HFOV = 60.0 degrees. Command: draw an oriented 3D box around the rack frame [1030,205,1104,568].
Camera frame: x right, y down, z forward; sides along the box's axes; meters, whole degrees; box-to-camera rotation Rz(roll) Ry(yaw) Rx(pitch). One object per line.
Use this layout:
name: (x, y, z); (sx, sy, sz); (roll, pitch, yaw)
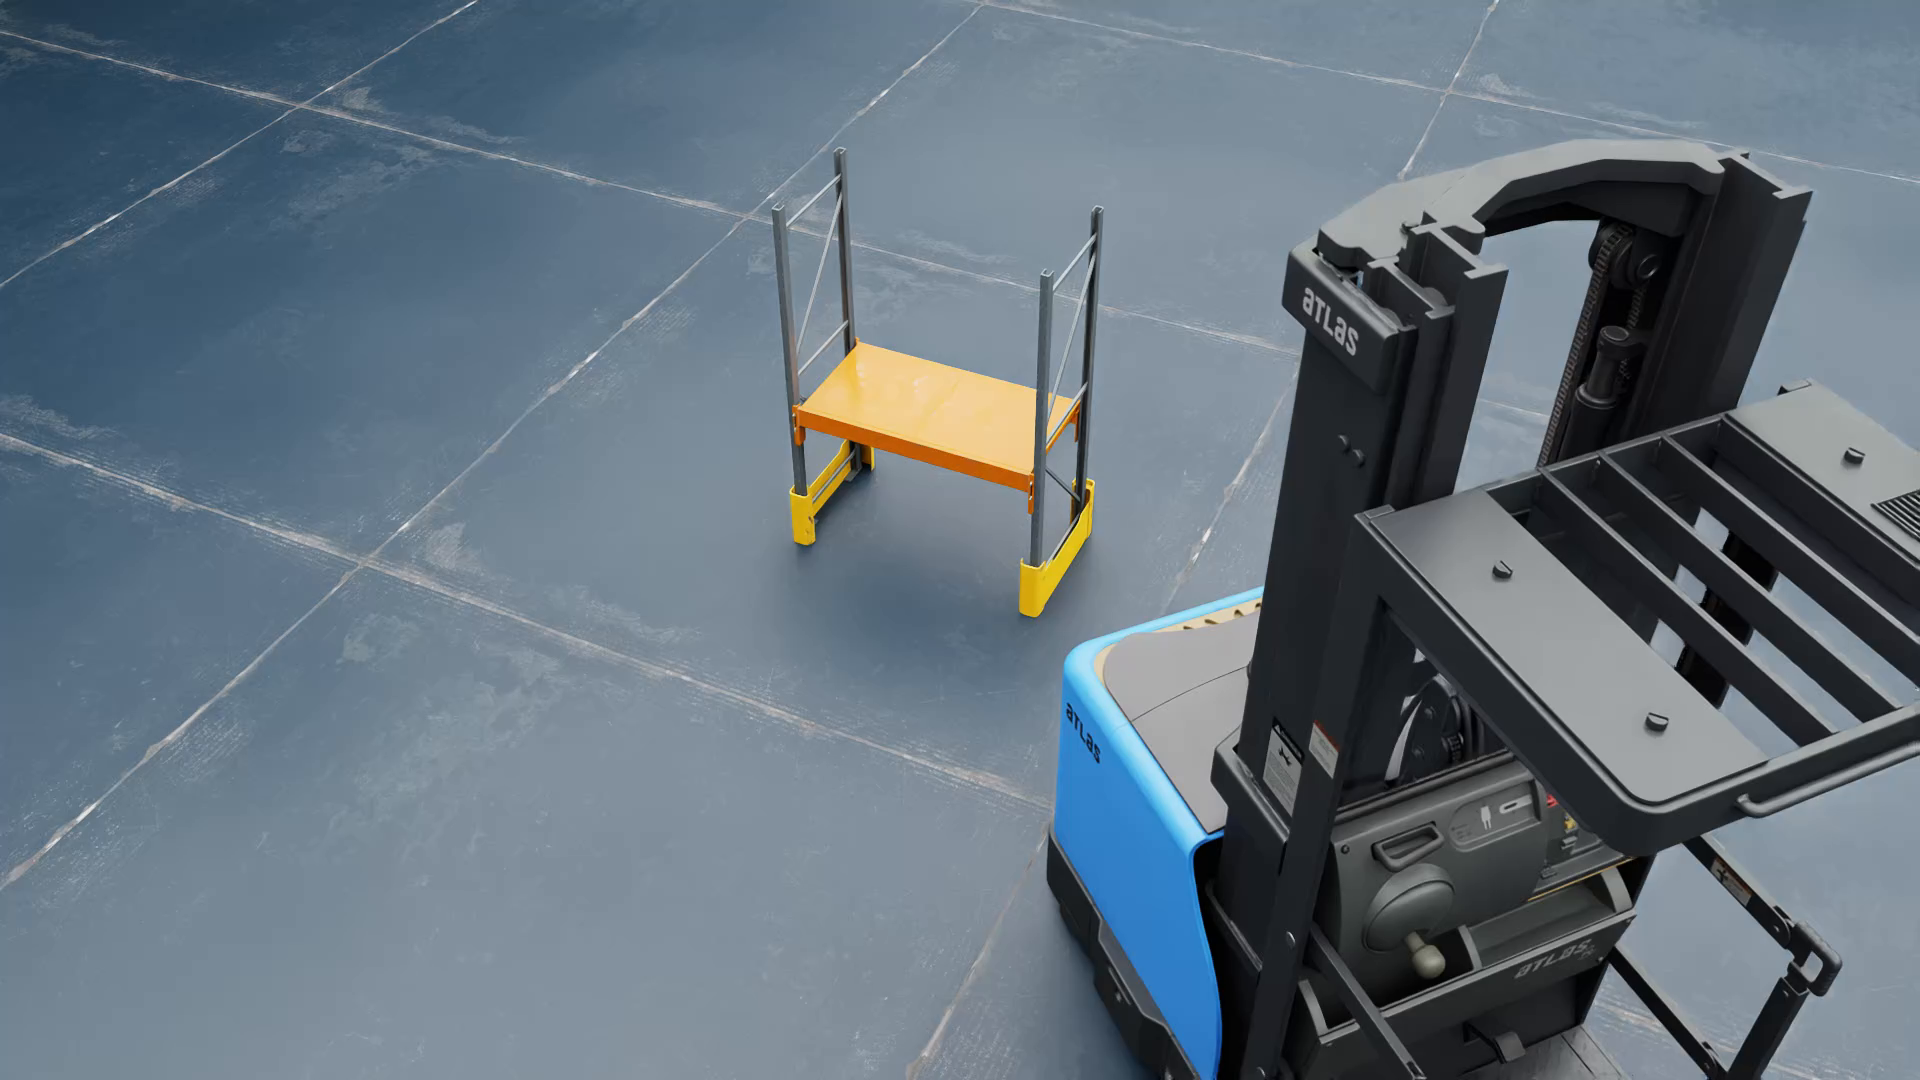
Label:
rack frame: (0.383, -0.450, 6.124); (0.032, 1.500, 0.500); (17, 44, 19)

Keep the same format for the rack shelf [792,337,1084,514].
rack shelf: (-0.077, -0.454, 6.404); (1.000, 0.185, 0.538); (17, 44, 19)

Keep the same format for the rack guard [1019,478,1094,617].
rack guard: (0.382, 0.022, 6.533); (0.087, 0.250, 0.587); (17, 44, 19)

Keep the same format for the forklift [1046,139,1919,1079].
forklift: (1.329, 0.773, 3.621); (1.130, 2.935, 3.031); (-16, 43, -17)

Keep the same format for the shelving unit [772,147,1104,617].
shelving unit: (-0.069, -0.588, 6.283); (1.083, 1.500, 0.587); (17, 44, 19)

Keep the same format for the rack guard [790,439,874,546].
rack guard: (-0.520, -0.253, 6.852); (0.087, 0.250, 0.587); (17, 44, 19)

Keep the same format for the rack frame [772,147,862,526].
rack frame: (-0.538, -0.731, 6.448); (0.032, 1.500, 0.500); (17, 44, 19)
